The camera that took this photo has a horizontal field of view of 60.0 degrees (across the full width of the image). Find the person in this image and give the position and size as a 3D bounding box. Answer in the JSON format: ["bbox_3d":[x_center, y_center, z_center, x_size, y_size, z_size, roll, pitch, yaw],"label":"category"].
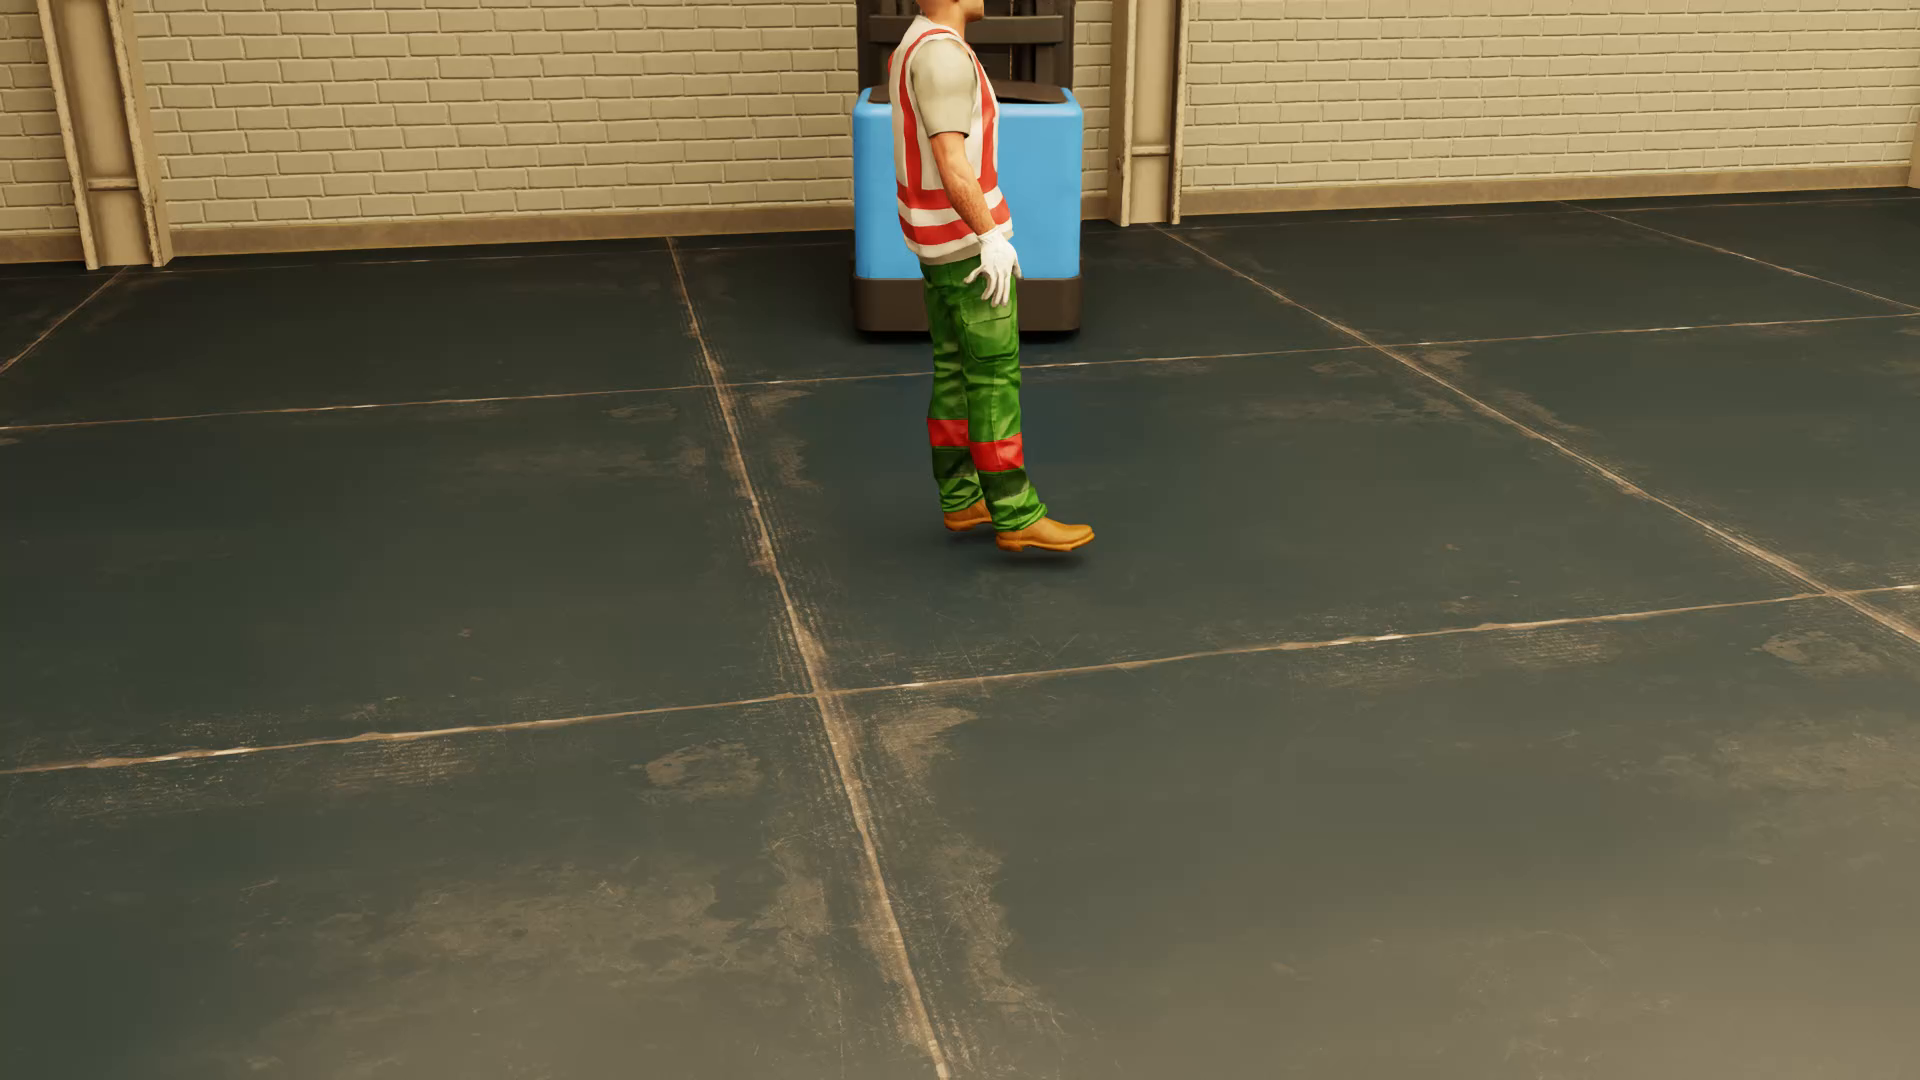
[{"bbox_3d":[0.081,-0.882,4.969,0.561,1.789,0.638,-5,21,-12],"label":"person"}]

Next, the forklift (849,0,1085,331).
[{"bbox_3d":[0.026,-2.794,8.501,1.130,2.935,3.031,0,21,0],"label":"forklift"}]
